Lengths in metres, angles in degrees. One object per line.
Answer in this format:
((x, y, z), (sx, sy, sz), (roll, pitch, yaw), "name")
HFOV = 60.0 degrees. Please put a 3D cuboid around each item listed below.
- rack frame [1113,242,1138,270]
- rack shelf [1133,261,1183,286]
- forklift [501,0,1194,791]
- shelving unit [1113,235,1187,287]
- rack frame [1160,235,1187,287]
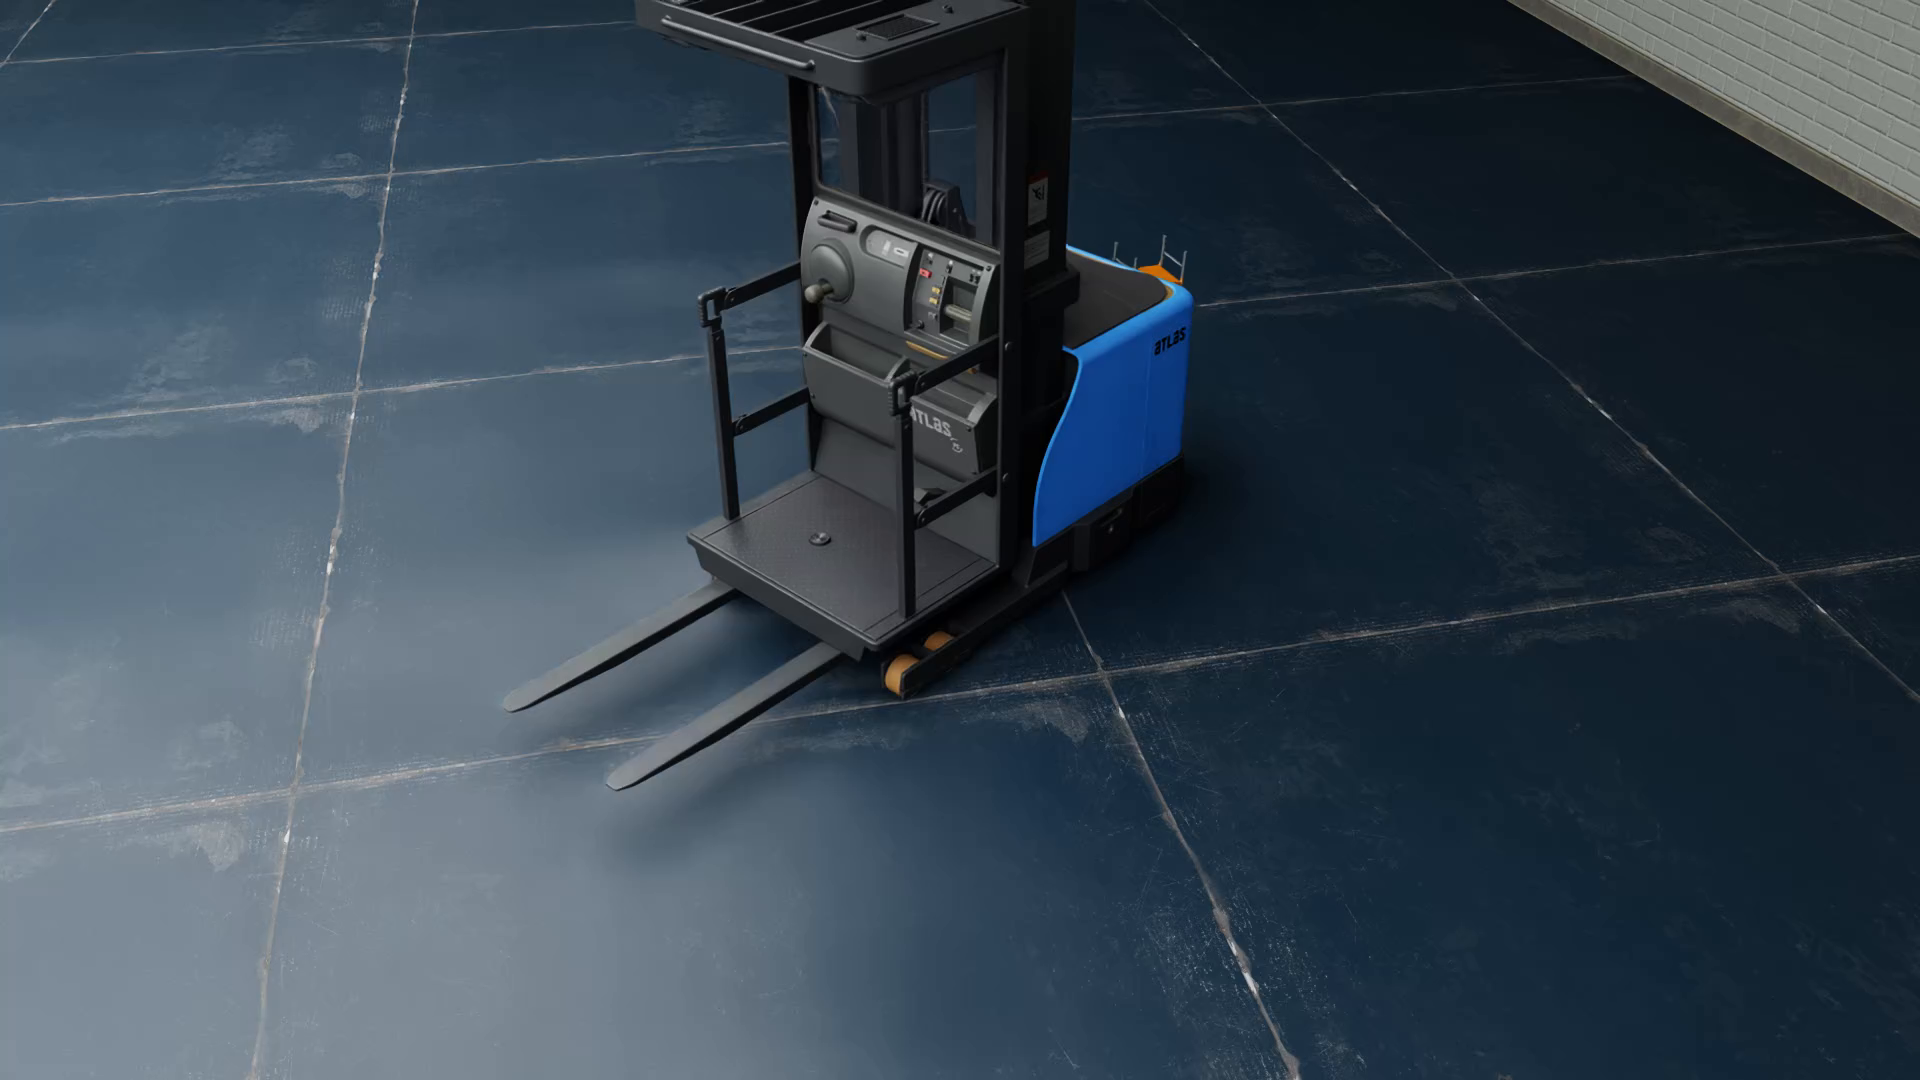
((0.699, -0.817, 7.504), (0.008, 1.050, 0.200), (-11, 35, -21), "rack frame")
((0.823, -1.069, 7.401), (0.240, 0.259, 0.215), (-11, 35, -21), "rack shelf")
((-0.382, -0.936, 6.014), (1.130, 2.935, 3.031), (27, 42, 34), "forklift")
((0.811, -0.839, 7.548), (0.252, 1.050, 0.215), (-11, 35, -21), "shelving unit")
((0.923, -0.861, 7.592), (0.008, 1.050, 0.200), (-11, 35, -21), "rack frame")
